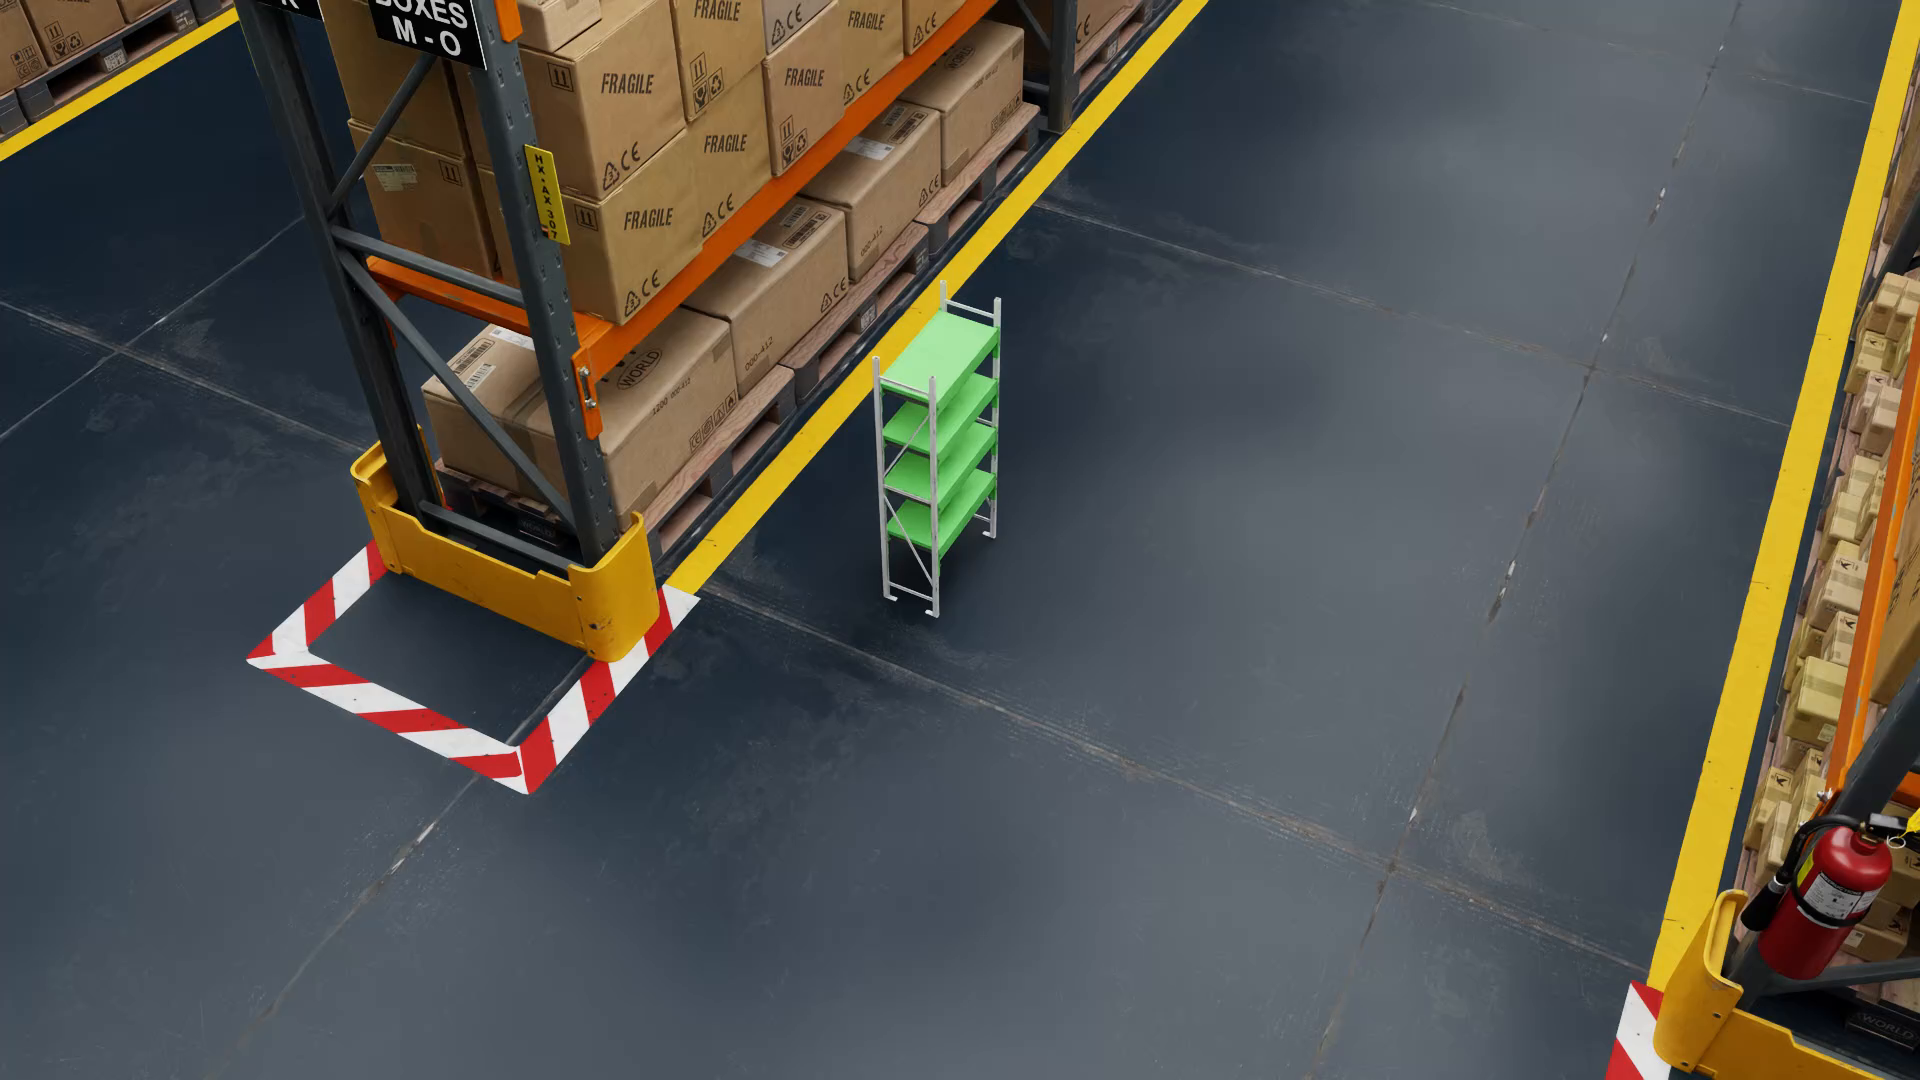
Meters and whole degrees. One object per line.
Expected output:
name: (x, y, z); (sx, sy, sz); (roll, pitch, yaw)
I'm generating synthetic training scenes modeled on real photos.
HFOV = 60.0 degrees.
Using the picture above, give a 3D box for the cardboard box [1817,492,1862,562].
cardboard box: (3.402, 0.008, 6.133); (0.380, 0.149, 0.250); (21, 49, 19)

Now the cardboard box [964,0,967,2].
cardboard box: (-0.095, -2.742, 7.280); (0.500, 0.500, 0.500); (19, 48, 18)

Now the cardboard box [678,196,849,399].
cardboard box: (-1.093, -1.164, 7.298); (0.875, 0.438, 0.875); (22, 49, 20)

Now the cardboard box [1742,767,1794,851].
cardboard box: (2.792, 0.940, 5.421); (0.380, 0.149, 0.250); (22, 49, 20)

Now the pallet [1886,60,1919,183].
pallet: (5.485, -2.121, 8.697); (1.003, 0.211, 1.213); (20, 49, 19)

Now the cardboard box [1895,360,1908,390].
cardboard box: (3.861, -0.543, 6.469); (0.380, 0.149, 0.250); (19, 48, 18)

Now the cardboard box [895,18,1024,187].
cardboard box: (-0.258, -2.296, 8.416); (0.875, 0.438, 0.875); (20, 49, 19)

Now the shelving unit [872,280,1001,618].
shelving unit: (-0.077, -0.317, 6.220); (0.258, 1.200, 0.503); (20, 49, 19)

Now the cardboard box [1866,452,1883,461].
cardboard box: (3.712, -0.277, 6.415); (0.380, 0.149, 0.250); (23, 50, 21)

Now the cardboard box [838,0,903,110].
cardboard box: (-0.571, -2.095, 6.642); (0.500, 0.500, 0.500); (22, 49, 20)

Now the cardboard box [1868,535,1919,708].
cardboard box: (2.683, 0.174, 4.190); (0.500, 0.500, 0.500); (21, 49, 20)

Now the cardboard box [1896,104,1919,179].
cardboard box: (4.919, -1.980, 8.060); (0.500, 0.500, 0.500); (19, 48, 18)

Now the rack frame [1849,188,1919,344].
rack frame: (4.560, -1.838, 6.458); (1.000, 3.000, 0.127); (20, 49, 19)

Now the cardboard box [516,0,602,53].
cardboard box: (-1.319, -1.636, 5.029); (0.380, 0.149, 0.250); (21, 49, 20)

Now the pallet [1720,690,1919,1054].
pallet: (3.147, 1.114, 5.501); (1.003, 0.211, 1.213); (20, 49, 19)

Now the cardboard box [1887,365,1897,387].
cardboard box: (3.989, -0.611, 6.745); (0.380, 0.149, 0.250); (20, 49, 19)

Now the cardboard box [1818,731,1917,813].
cardboard box: (2.892, 0.770, 5.171); (0.380, 0.149, 0.250); (21, 49, 20)

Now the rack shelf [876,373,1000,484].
rack shelf: (-0.077, -0.441, 6.095); (0.258, 0.148, 0.480); (20, 49, 19)

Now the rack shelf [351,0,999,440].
rack shelf: (-0.800, -1.896, 7.021); (1.077, 0.370, 4.000); (20, 49, 19)

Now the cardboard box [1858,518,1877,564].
cardboard box: (3.372, 0.106, 5.827); (0.380, 0.149, 0.250); (19, 48, 18)

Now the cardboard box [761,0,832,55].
cardboard box: (-0.788, -2.139, 5.982); (0.500, 0.500, 0.500); (20, 49, 19)

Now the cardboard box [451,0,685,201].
cardboard box: (-1.253, -1.484, 5.335); (0.500, 0.500, 0.500); (19, 48, 18)

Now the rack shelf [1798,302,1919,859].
rack shelf: (3.631, -0.326, 5.469); (1.077, 0.370, 4.000); (20, 49, 19)

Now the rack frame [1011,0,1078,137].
rack frame: (0.128, -3.409, 8.010); (1.000, 3.000, 0.127); (20, 49, 19)

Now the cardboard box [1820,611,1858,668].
cardboard box: (3.076, 0.423, 5.514); (0.380, 0.149, 0.250); (19, 48, 18)

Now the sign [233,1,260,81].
sign: (-2.203, -1.567, 5.210); (0.100, 0.325, 0.005); (20, 49, 19)

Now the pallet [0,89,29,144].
pallet: (-5.722, -2.096, 8.673); (1.003, 0.211, 1.213); (20, 49, 19)

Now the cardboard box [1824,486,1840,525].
cardboard box: (3.540, -0.030, 6.380); (0.380, 0.149, 0.250); (19, 48, 18)

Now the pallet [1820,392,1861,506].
pallet: (4.279, -0.423, 7.020); (1.003, 0.211, 1.213); (20, 49, 19)

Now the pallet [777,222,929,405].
pallet: (-0.859, -1.204, 7.792); (1.003, 0.211, 1.213); (20, 49, 19)

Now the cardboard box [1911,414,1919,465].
cardboard box: (3.154, -0.472, 4.828); (0.500, 0.500, 0.500); (21, 49, 19)

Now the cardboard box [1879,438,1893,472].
cardboard box: (3.617, -0.211, 6.140); (0.380, 0.149, 0.250); (19, 48, 17)

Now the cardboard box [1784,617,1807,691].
cardboard box: (3.157, 0.461, 5.895); (0.380, 0.149, 0.250); (18, 48, 17)

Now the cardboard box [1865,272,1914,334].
cardboard box: (4.108, -0.966, 7.096); (0.380, 0.149, 0.250); (23, 50, 21)

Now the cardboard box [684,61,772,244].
cardboard box: (-1.041, -1.460, 6.014); (0.500, 0.500, 0.500); (20, 49, 19)

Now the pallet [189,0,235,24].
pallet: (-4.590, -3.633, 10.192); (1.003, 0.211, 1.213); (20, 49, 19)

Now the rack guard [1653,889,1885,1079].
rack guard: (2.738, 1.512, 4.904); (1.175, 0.500, 0.348); (20, 49, 19)

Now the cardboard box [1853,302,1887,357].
cardboard box: (4.106, -0.861, 7.201); (0.380, 0.149, 0.250); (18, 48, 17)

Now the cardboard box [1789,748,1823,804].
cardboard box: (2.864, 0.858, 5.293); (0.380, 0.149, 0.250); (19, 48, 18)

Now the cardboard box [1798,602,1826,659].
cardboard box: (3.164, 0.346, 5.799); (0.380, 0.149, 0.250); (21, 49, 20)

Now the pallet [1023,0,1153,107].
pallet: (0.420, -2.940, 9.507); (1.003, 0.211, 1.213); (20, 49, 19)

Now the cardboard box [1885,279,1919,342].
cardboard box: (4.036, -0.891, 6.812); (0.380, 0.149, 0.250); (23, 50, 21)

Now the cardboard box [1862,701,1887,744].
cardboard box: (2.604, 0.471, 4.352); (0.380, 0.149, 0.250); (21, 49, 19)

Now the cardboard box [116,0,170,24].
cardboard box: (-4.846, -3.328, 9.393); (0.700, 0.500, 0.500); (19, 48, 18)

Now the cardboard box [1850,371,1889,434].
cardboard box: (3.913, -0.519, 6.863); (0.380, 0.149, 0.250); (20, 49, 19)

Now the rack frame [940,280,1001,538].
rack frame: (0.036, -0.471, 6.372); (0.240, 1.200, 0.015); (20, 49, 19)

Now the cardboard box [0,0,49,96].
cardboard box: (-5.328, -2.674, 8.746); (0.700, 0.500, 0.500); (22, 49, 21)

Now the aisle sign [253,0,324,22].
aisle sign: (-2.037, -1.860, 4.652); (0.394, 0.787, 0.004); (20, 49, 19)

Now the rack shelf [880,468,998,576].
rack shelf: (-0.077, -0.104, 6.436); (0.258, 0.148, 0.480); (20, 49, 19)
